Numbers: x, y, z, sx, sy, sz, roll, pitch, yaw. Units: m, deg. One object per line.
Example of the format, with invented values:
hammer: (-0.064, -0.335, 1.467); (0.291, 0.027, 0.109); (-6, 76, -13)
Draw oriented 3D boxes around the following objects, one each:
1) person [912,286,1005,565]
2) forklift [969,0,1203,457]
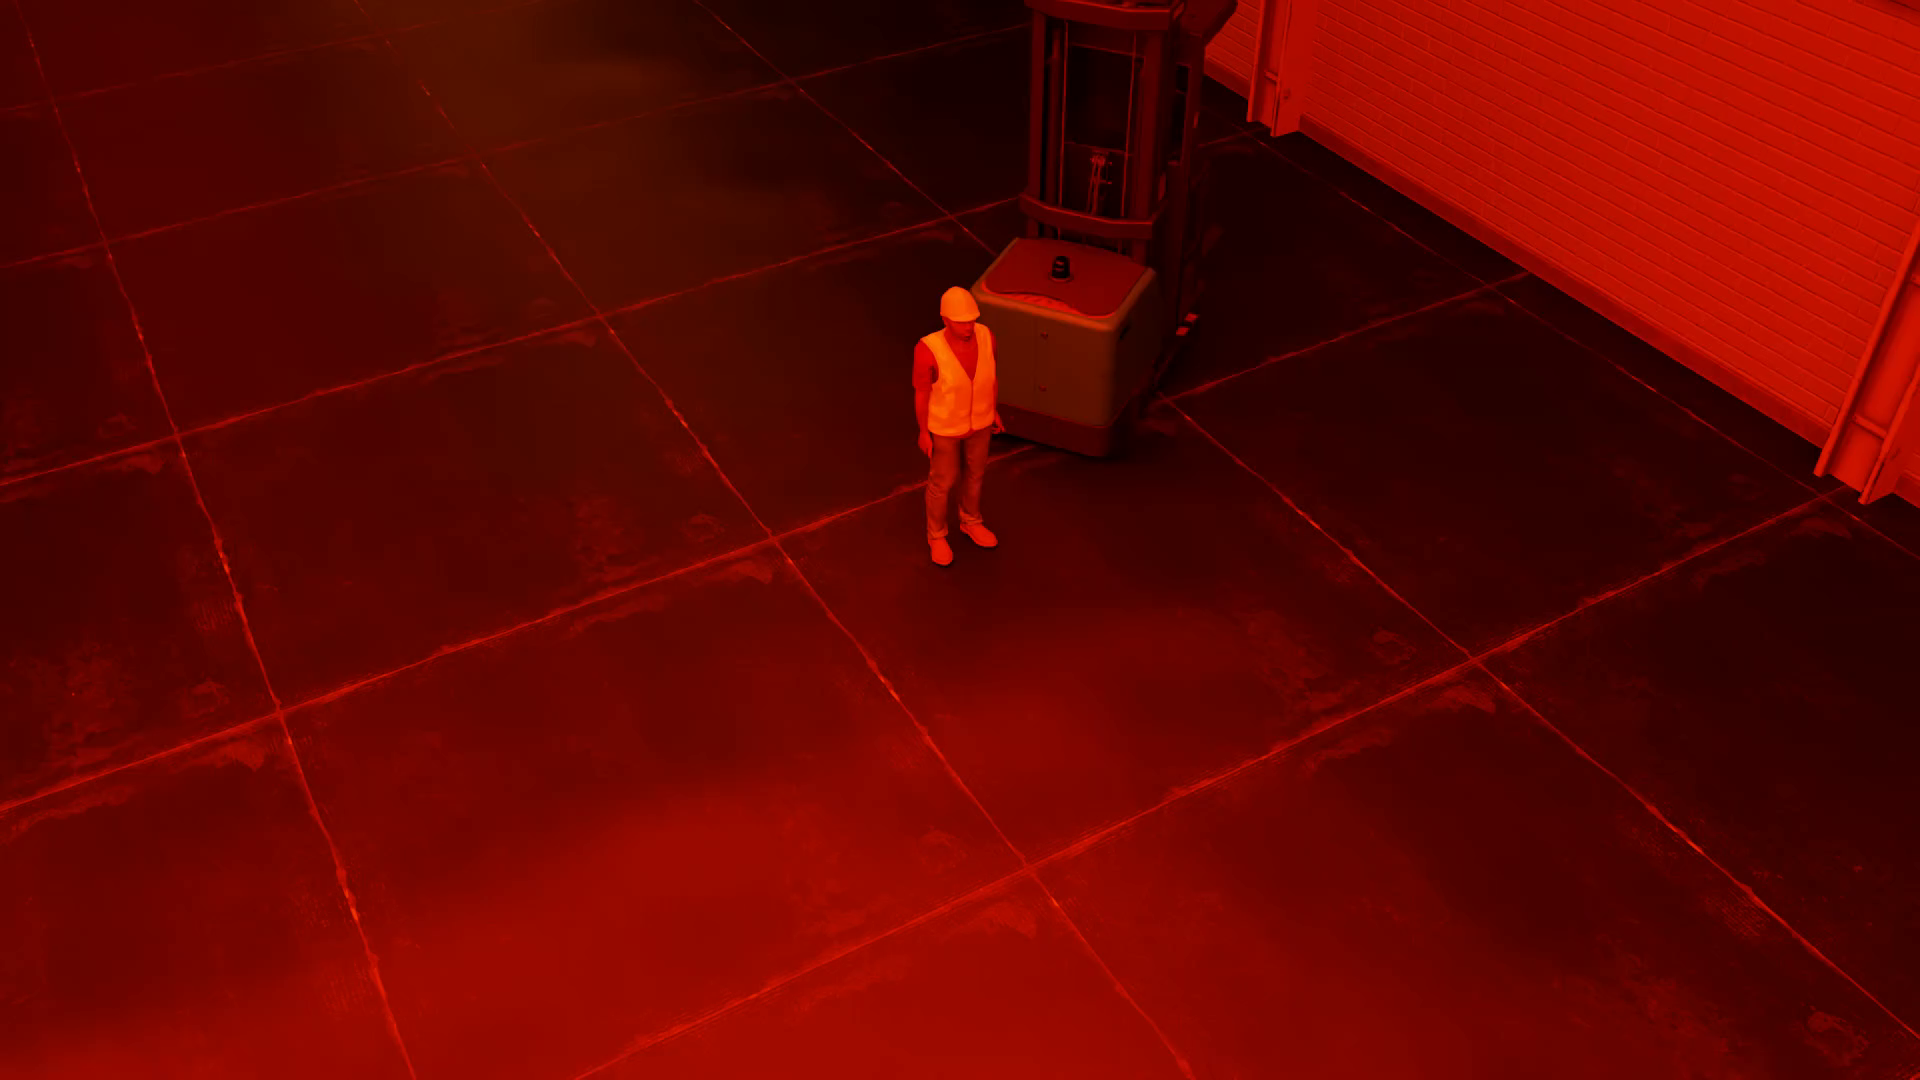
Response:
person: (0.010, -0.681, 9.770); (0.556, 1.770, 0.387); (-20, 44, -23)
forklift: (0.884, -2.258, 10.828); (1.129, 2.843, 1.939); (16, 42, 19)
